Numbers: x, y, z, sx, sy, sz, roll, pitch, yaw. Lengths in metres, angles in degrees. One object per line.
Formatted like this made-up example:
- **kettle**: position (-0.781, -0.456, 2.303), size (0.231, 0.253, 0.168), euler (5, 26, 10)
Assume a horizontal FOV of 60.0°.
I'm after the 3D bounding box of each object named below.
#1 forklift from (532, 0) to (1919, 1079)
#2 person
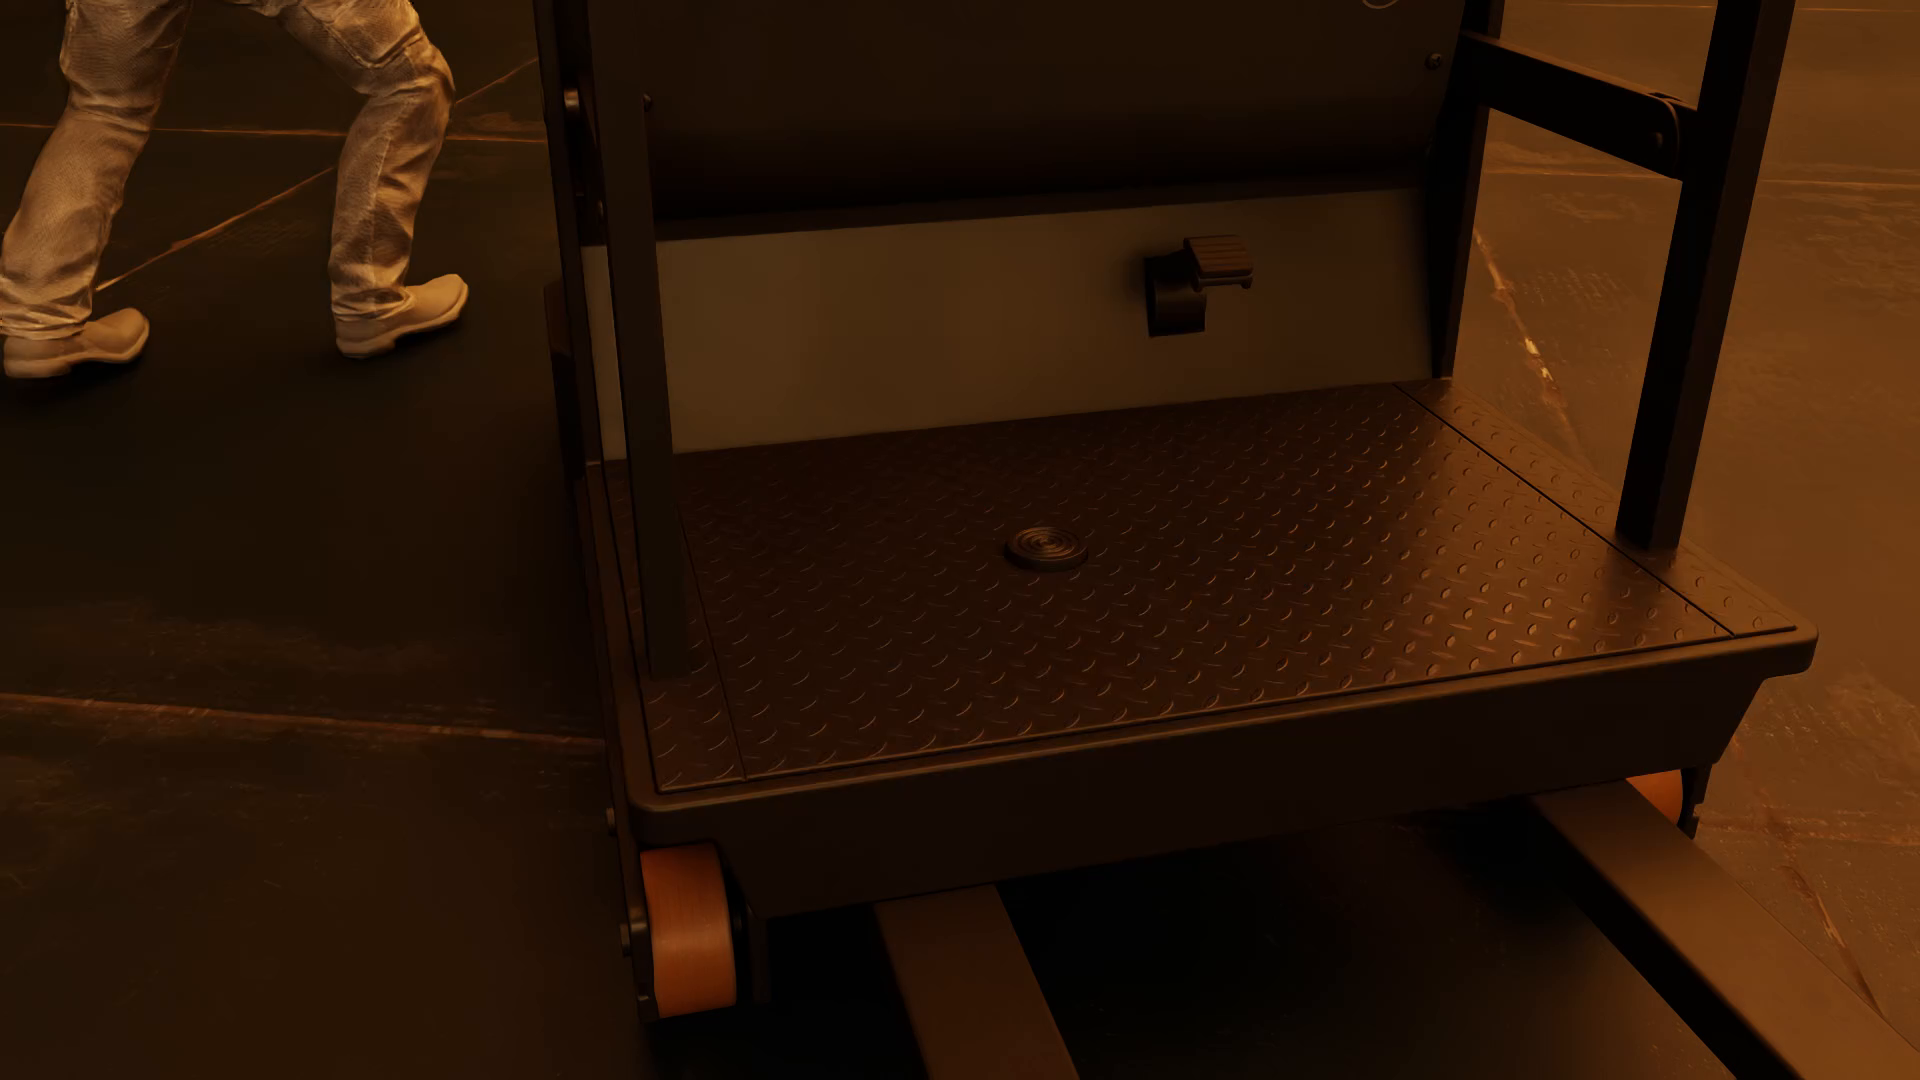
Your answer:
- **forklift**: position (0.153, -1.049, 1.319), size (1.130, 2.935, 3.031), euler (-7, 27, -13)
- **person**: position (-1.249, -1.121, 2.903), size (0.819, 1.645, 0.875), euler (8, 28, 16)
